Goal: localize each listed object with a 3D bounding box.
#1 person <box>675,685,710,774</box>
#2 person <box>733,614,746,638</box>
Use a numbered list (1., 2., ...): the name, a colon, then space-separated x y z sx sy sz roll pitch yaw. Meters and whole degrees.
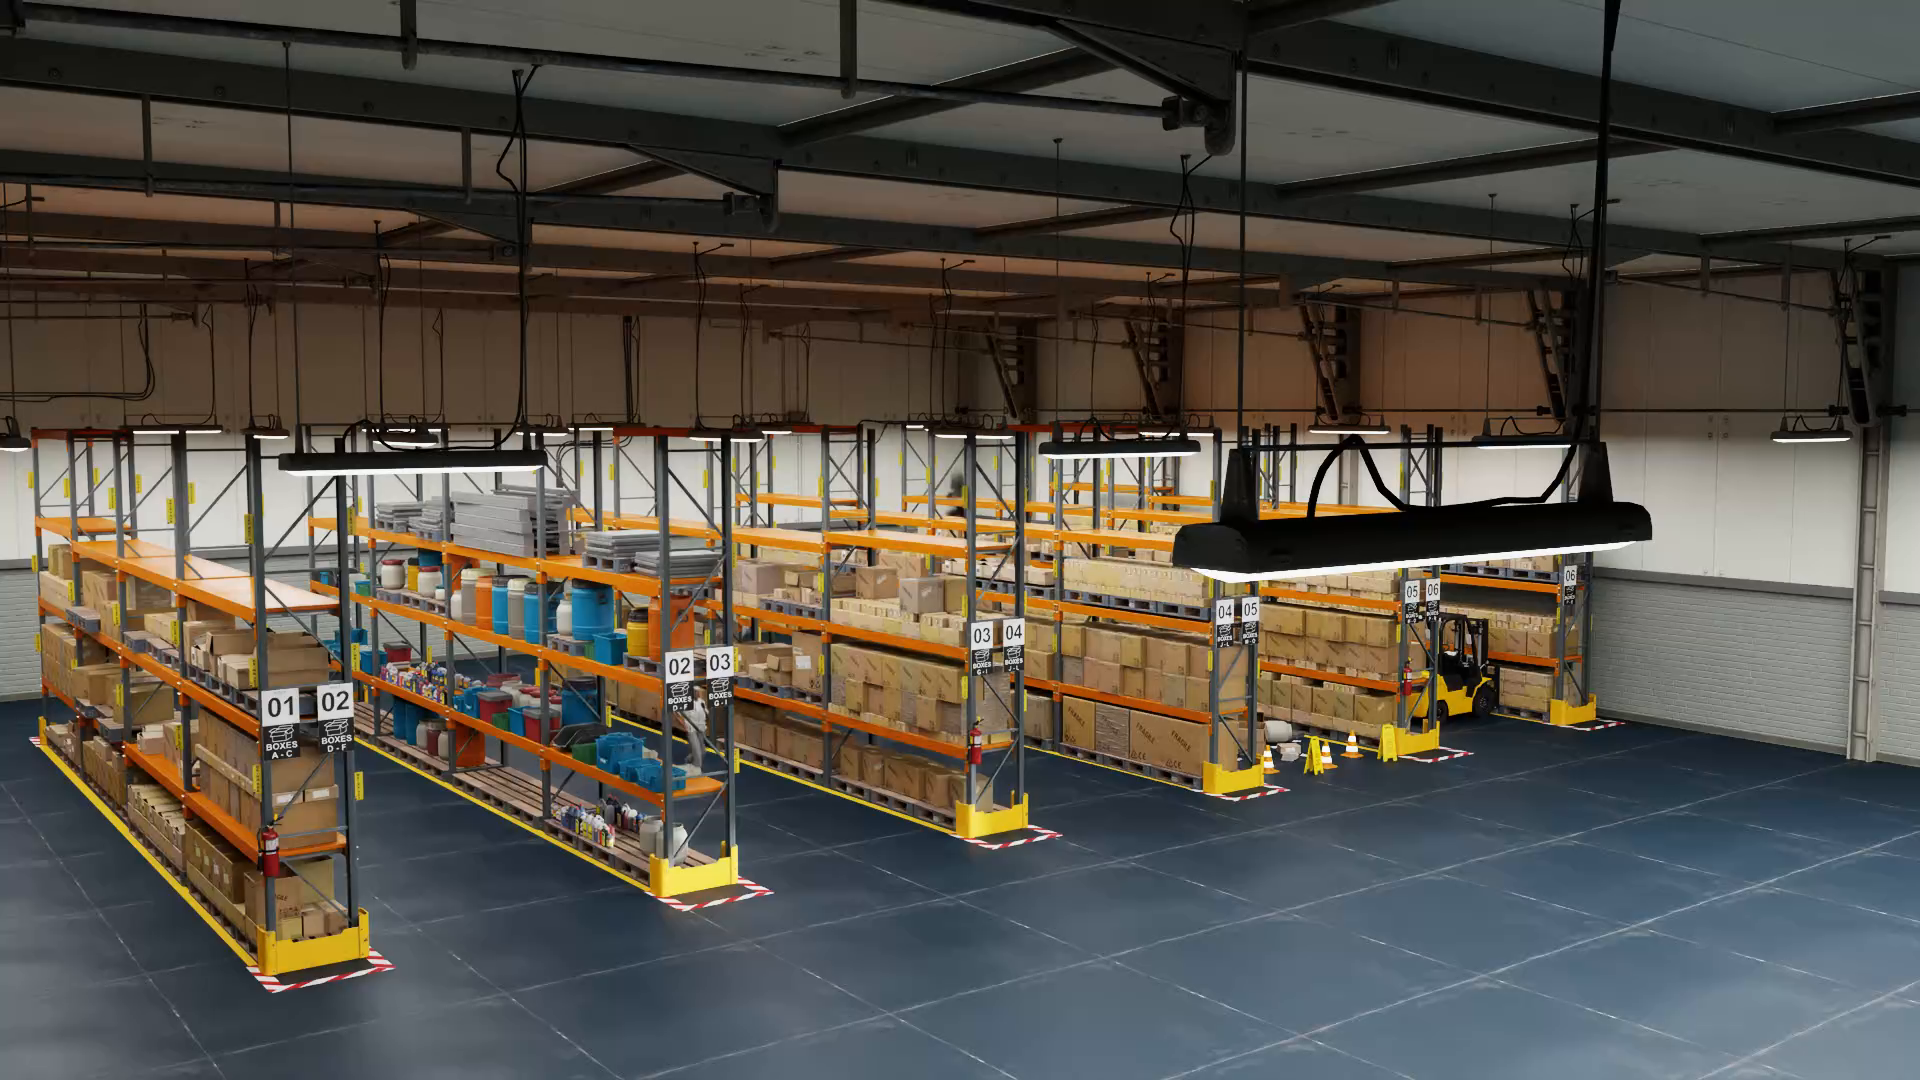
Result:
1. person: -4.540 3.265 28.350 0.564 1.670 0.850 -4 6 -41
2. person: -5.596 2.279 41.837 0.555 1.532 0.755 0 4 -5
